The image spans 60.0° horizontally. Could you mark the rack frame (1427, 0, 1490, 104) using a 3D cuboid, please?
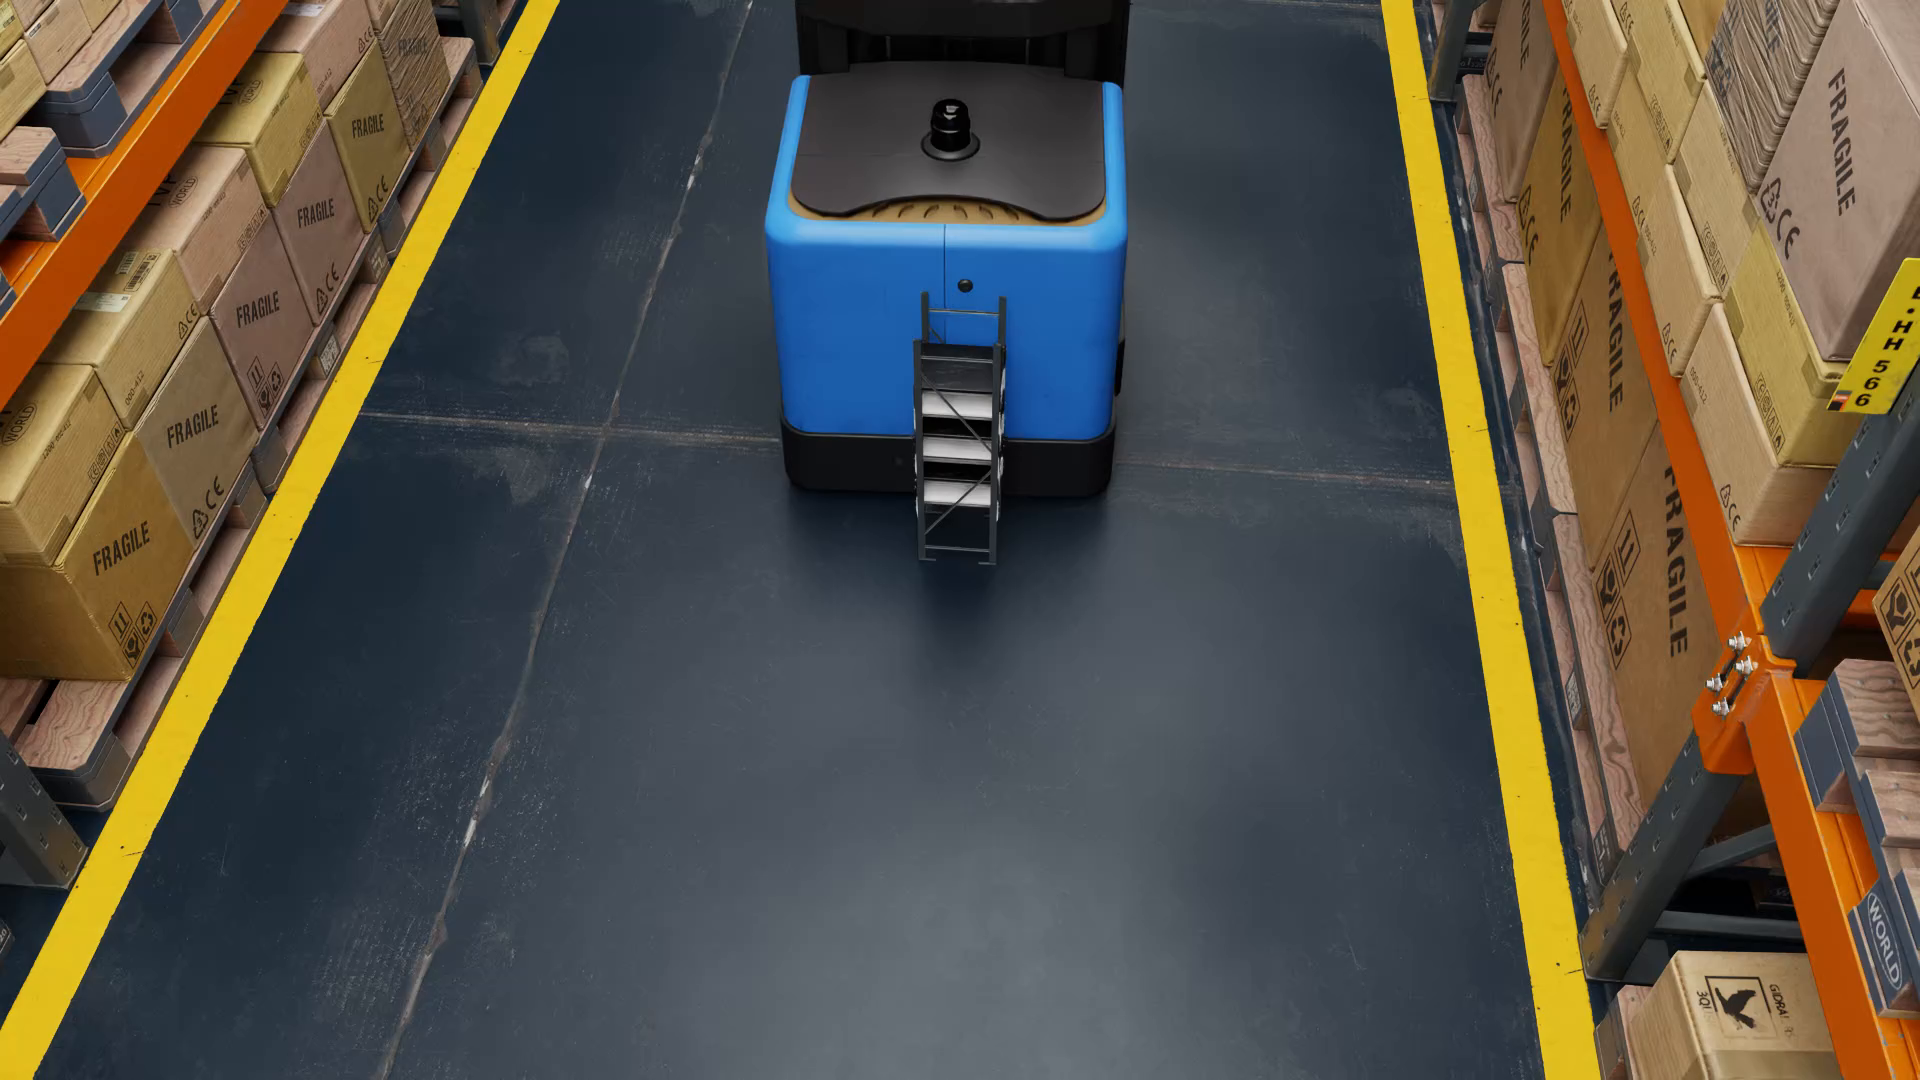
[{"bbox_3d":[2.456,-2.843,5.818,1.000,3.000,0.127,4,48,4],"label":"rack frame"}]

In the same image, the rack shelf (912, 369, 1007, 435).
[{"bbox_3d":[0.001,-0.409,4.815,0.258,0.077,0.200,4,48,4],"label":"rack shelf"}]

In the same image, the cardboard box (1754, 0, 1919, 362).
[{"bbox_3d":[1.878,-0.673,3.087,0.500,0.500,0.500,3,48,2],"label":"cardboard box"}]

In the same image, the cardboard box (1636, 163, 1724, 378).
[{"bbox_3d":[1.909,-0.619,3.885,0.500,0.250,0.500,5,48,4],"label":"cardboard box"}]

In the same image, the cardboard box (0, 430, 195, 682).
[{"bbox_3d":[-2.529,0.037,4.593,0.500,0.500,0.500,2,48,2],"label":"cardboard box"}]

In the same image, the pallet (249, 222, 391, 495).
[{"bbox_3d":[-2.661,-0.690,5.738,1.003,0.211,1.213,4,48,4],"label":"pallet"}]

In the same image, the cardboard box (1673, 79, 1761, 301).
[{"bbox_3d":[1.925,-0.772,3.686,0.500,0.250,0.500,3,48,3],"label":"cardboard box"}]

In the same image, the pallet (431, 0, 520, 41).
[{"bbox_3d":[-2.457,-2.657,7.537,1.003,0.211,1.213,4,48,4],"label":"pallet"}]

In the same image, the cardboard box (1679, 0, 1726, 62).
[{"bbox_3d":[1.968,-1.415,3.766,0.500,0.500,0.500,4,48,4],"label":"cardboard box"}]

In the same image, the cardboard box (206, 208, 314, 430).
[{"bbox_3d":[-2.445,-0.711,5.277,0.500,0.500,0.500,3,48,3],"label":"cardboard box"}]

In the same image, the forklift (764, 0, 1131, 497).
[{"bbox_3d":[0.018,-2.206,5.281,1.130,2.935,3.031,2,48,2],"label":"forklift"}]

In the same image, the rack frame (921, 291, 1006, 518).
[{"bbox_3d":[0.010,-0.384,4.992,0.240,0.900,0.006,4,48,4],"label":"rack frame"}]

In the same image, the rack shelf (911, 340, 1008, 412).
[{"bbox_3d":[0.001,-0.469,4.749,0.258,0.077,0.200,4,48,4],"label":"rack shelf"}]

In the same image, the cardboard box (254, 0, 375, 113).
[{"bbox_3d":[-2.359,-1.712,5.684,0.500,0.250,0.500,6,48,5],"label":"cardboard box"}]

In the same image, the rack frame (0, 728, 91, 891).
[{"bbox_3d":[-2.848,-0.163,3.366,1.000,3.000,0.127,4,48,4],"label":"rack frame"}]

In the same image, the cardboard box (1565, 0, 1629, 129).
[{"bbox_3d":[1.990,-1.365,4.567,0.500,0.250,0.500,3,48,3],"label":"cardboard box"}]

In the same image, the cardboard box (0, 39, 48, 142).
[{"bbox_3d":[-2.534,-1.129,4.135,0.380,0.149,0.250,6,48,5],"label":"cardboard box"}]

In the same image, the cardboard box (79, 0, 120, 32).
[{"bbox_3d":[-2.487,-1.509,4.483,0.380,0.149,0.250,4,48,4],"label":"cardboard box"}]

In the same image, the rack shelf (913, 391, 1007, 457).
[{"bbox_3d":[0.001,-0.348,4.882,0.258,0.077,0.200,4,48,4],"label":"rack shelf"}]

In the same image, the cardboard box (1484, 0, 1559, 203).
[{"bbox_3d":[2.479,-1.807,6.025,0.875,0.875,0.875,5,48,5],"label":"cardboard box"}]

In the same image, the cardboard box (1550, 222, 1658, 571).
[{"bbox_3d":[2.322,-0.486,4.817,0.875,0.875,0.875,4,48,4],"label":"cardboard box"}]

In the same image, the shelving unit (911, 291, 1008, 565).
[{"bbox_3d":[0.001,-0.310,4.923,0.258,0.900,0.210,4,48,4],"label":"shelving unit"}]

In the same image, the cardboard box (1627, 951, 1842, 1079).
[{"bbox_3d":[2.030,1.256,3.565,0.950,0.372,0.625,1,48,1],"label":"cardboard box"}]

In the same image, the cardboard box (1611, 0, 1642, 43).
[{"bbox_3d":[1.999,-1.531,4.381,0.500,0.250,0.500,3,48,2],"label":"cardboard box"}]

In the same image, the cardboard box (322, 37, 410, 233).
[{"bbox_3d":[-2.347,-1.462,5.964,0.500,0.500,0.500,3,48,3],"label":"cardboard box"}]

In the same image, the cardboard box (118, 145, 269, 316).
[{"bbox_3d":[-2.440,-0.940,4.978,0.500,0.250,0.500,4,48,4],"label":"cardboard box"}]

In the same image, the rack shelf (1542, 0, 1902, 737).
[{"bbox_3d":[2.273,-1.131,4.739,1.077,0.370,4.000,4,48,4],"label":"rack shelf"}]

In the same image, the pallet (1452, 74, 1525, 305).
[{"bbox_3d":[2.460,-1.330,6.324,1.003,0.211,1.213,4,48,4],"label":"pallet"}]

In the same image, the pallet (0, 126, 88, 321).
[{"bbox_3d":[-2.889,-0.629,3.922,1.213,0.211,1.003,4,48,4],"label":"pallet"}]

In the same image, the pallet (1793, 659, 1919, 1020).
[{"bbox_3d":[2.132,0.692,2.715,1.213,0.211,1.003,4,48,4],"label":"pallet"}]

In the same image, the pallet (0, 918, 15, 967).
[{"bbox_3d":[-2.995,1.353,3.870,1.003,0.211,1.213,4,48,4],"label":"pallet"}]

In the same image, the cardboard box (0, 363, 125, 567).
[{"bbox_3d":[-2.544,-0.204,4.305,0.500,0.250,0.500,2,48,2],"label":"cardboard box"}]

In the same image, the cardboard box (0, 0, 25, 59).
[{"bbox_3d":[-2.537,-1.243,4.038,0.380,0.149,0.250,4,48,4],"label":"cardboard box"}]

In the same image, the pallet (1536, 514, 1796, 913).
[{"bbox_3d":[2.238,0.463,4.684,1.003,0.211,1.213,4,48,4],"label":"pallet"}]
